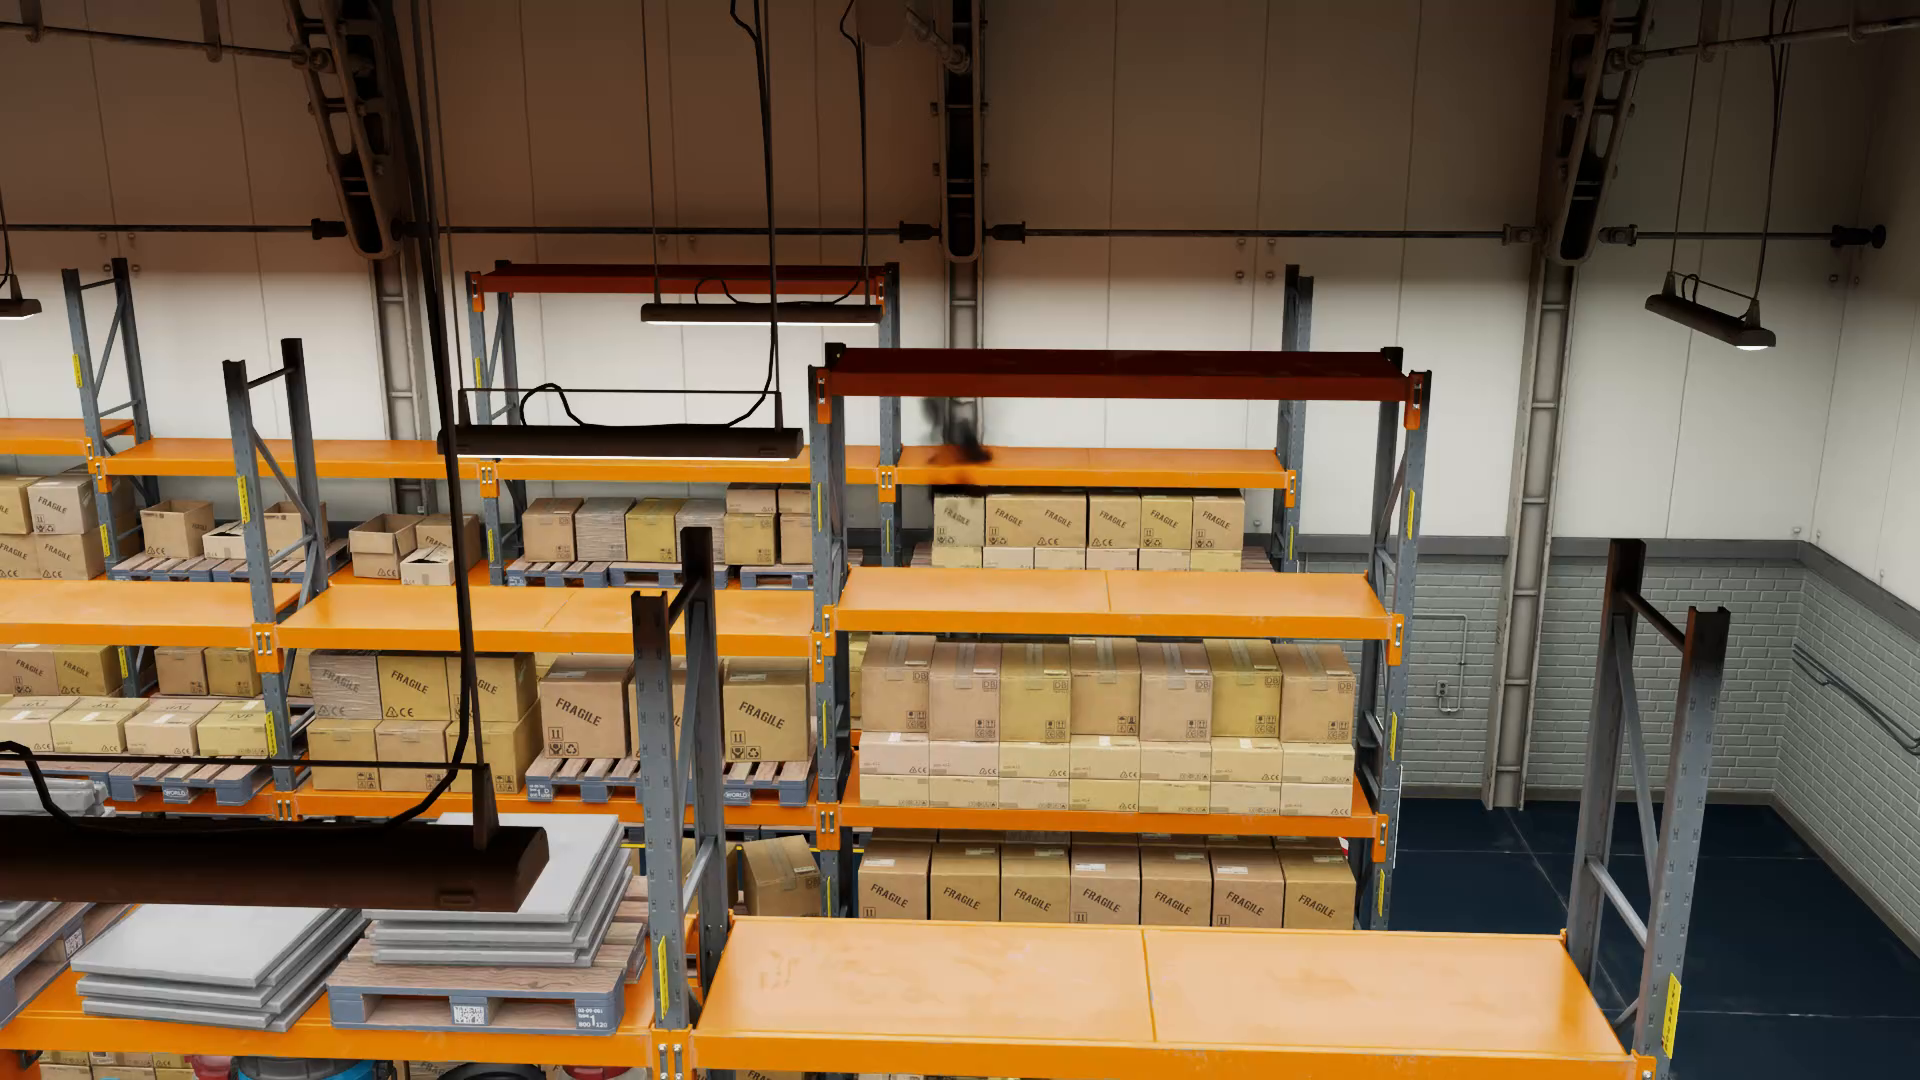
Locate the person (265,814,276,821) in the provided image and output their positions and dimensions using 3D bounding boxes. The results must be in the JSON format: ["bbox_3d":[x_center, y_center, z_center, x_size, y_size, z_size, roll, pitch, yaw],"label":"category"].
[{"bbox_3d":[-5.922,3.118,14.793,0.605,1.722,0.736,1,16,5],"label":"person"}]
